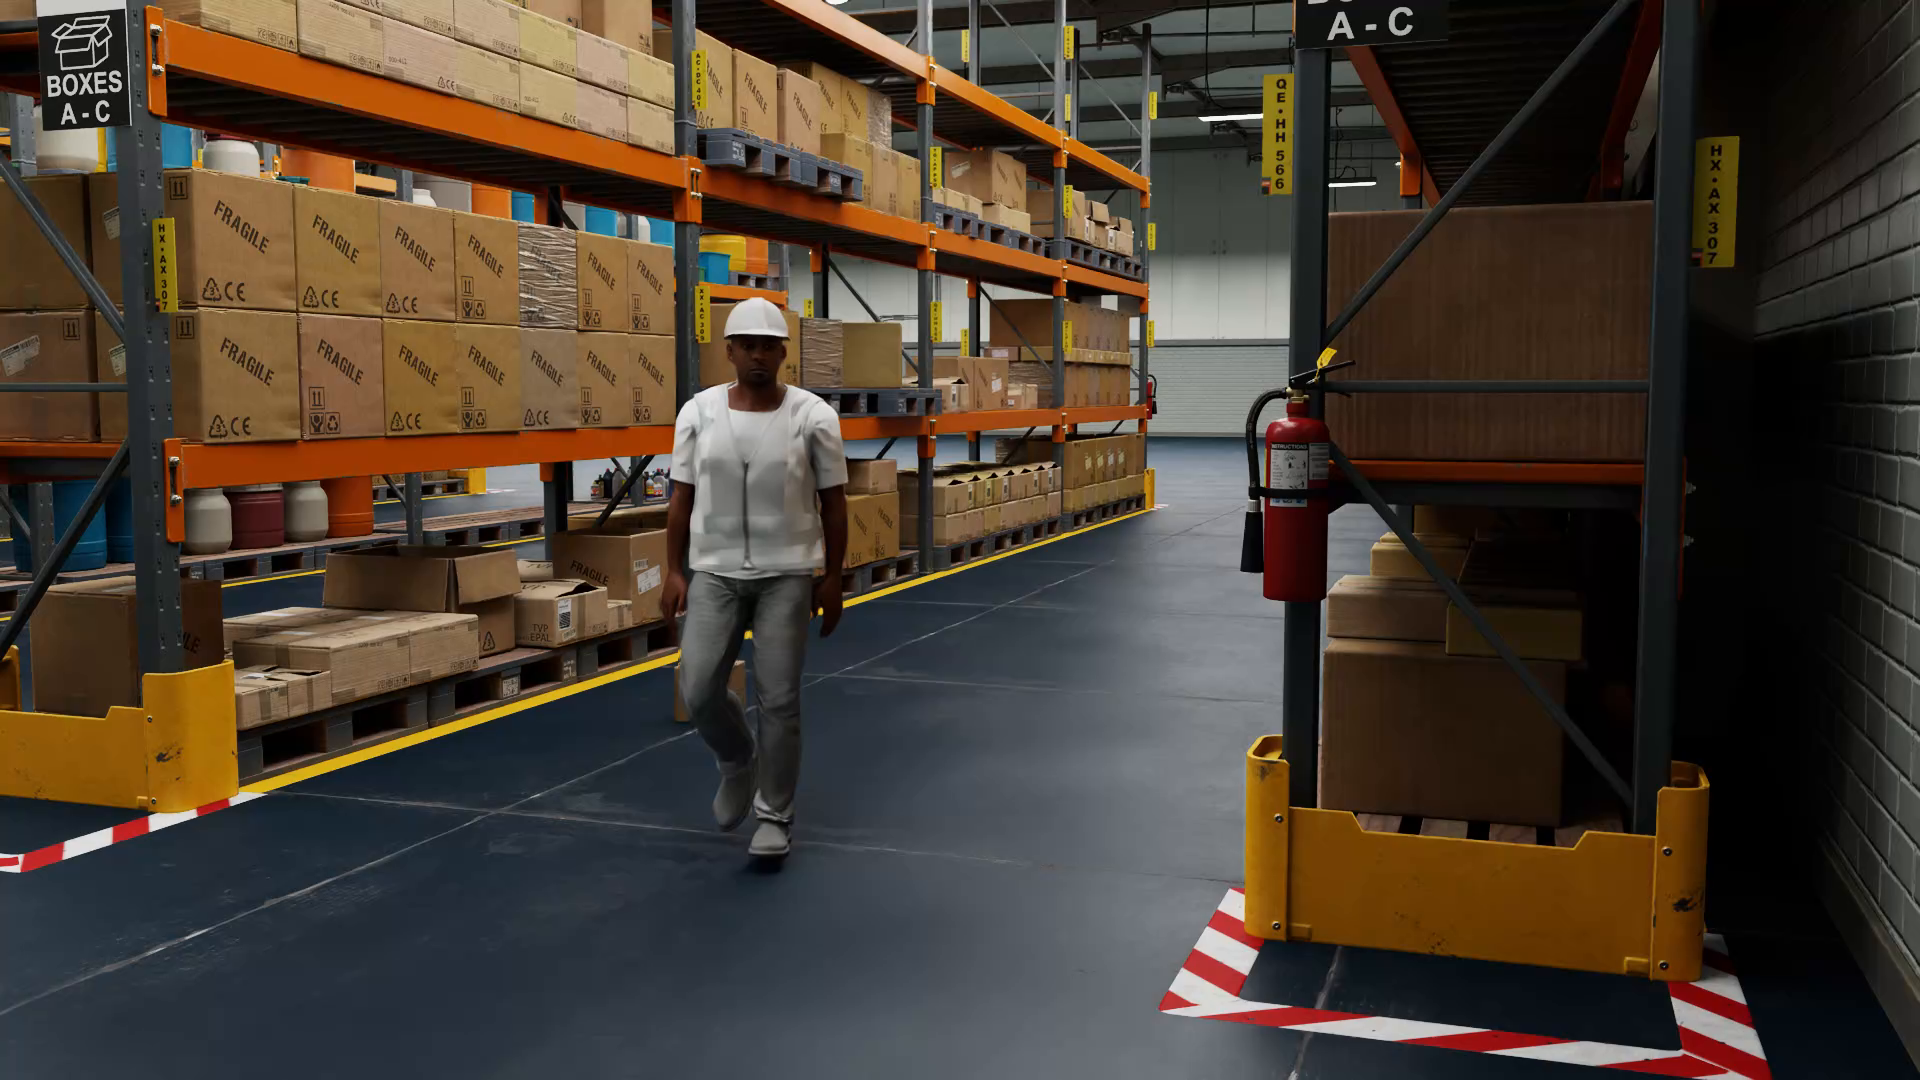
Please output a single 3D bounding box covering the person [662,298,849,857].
[{"bbox_3d":[-0.658,0.111,5.326,0.601,1.755,0.510,0,5,2],"label":"person"}]
